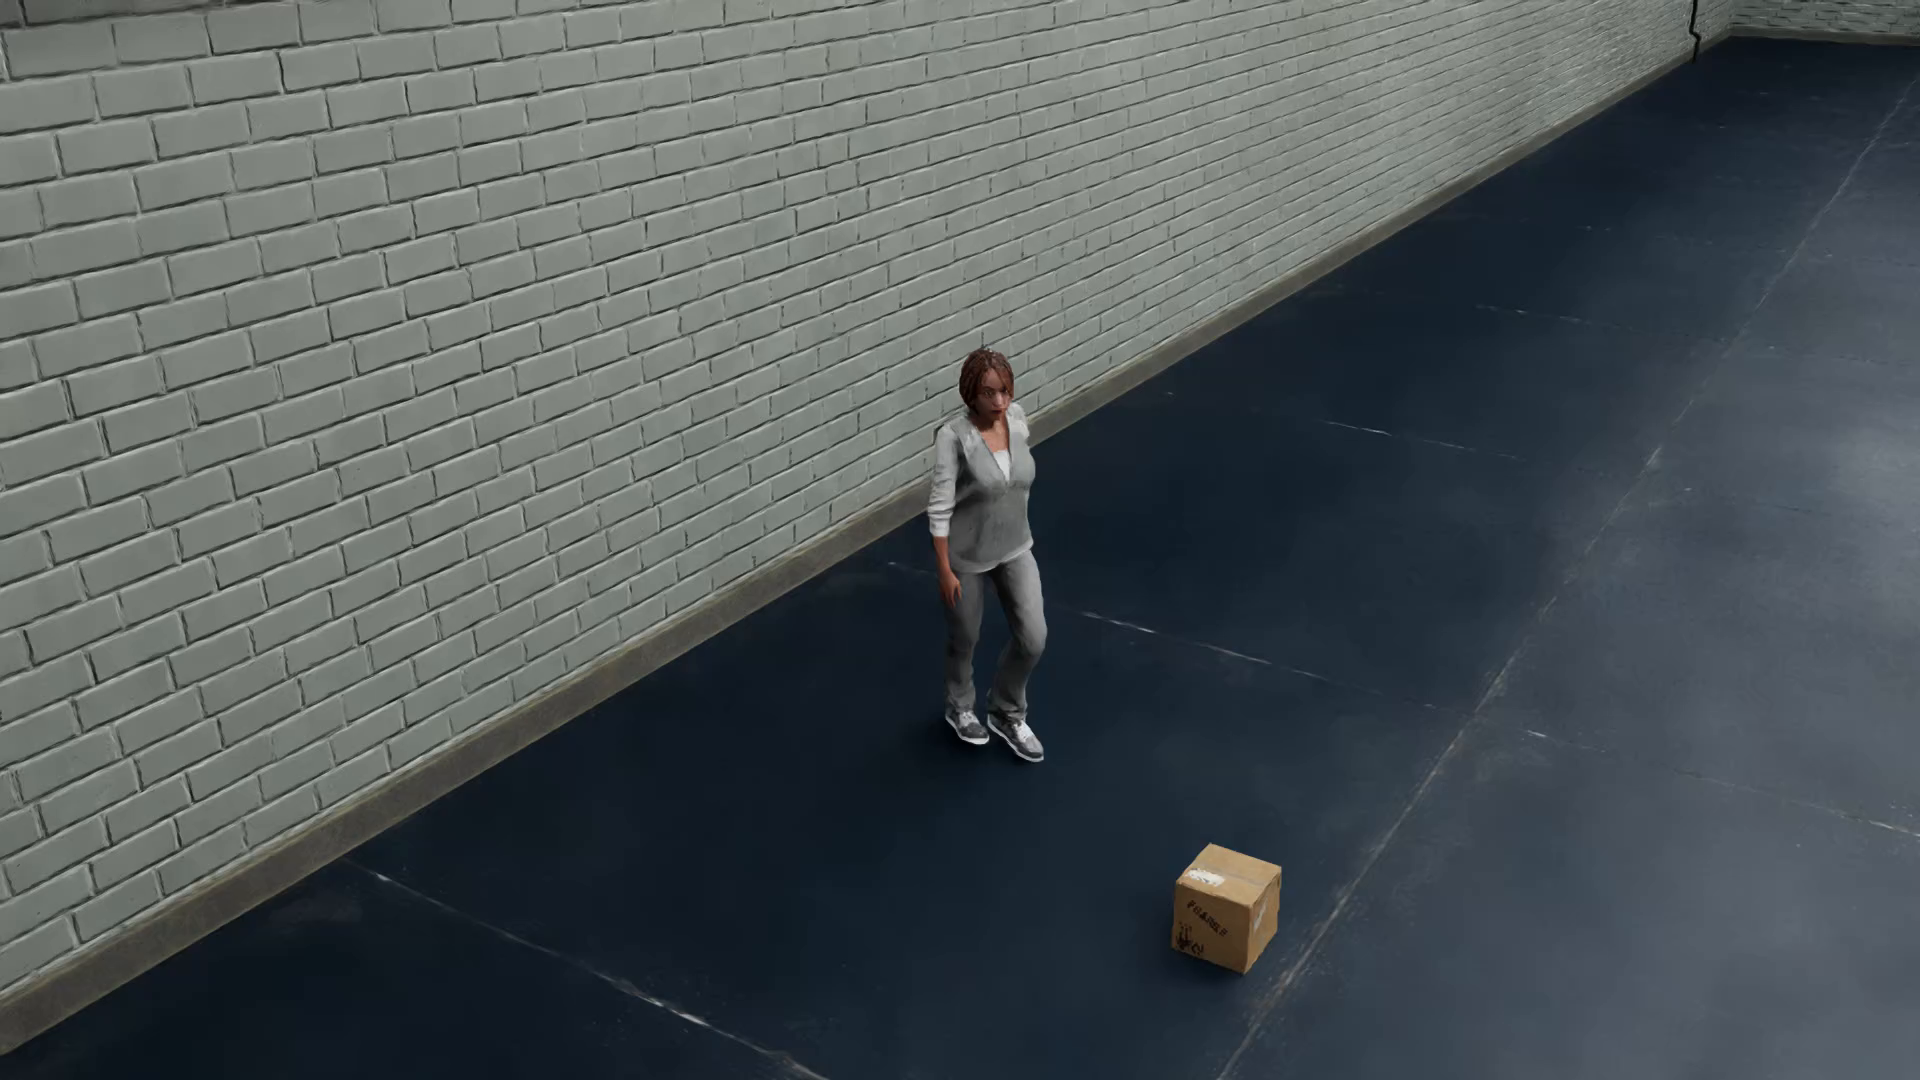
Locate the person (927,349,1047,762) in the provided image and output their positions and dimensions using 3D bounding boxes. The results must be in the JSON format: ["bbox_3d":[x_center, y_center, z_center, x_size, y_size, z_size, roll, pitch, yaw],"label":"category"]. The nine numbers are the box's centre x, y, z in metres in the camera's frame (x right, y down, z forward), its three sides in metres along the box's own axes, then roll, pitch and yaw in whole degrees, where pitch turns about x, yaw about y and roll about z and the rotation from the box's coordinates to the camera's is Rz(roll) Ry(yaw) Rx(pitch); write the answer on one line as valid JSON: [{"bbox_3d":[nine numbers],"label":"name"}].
[{"bbox_3d":[0.063,0.055,5.962,0.442,1.596,0.500,-11,26,-24],"label":"person"}]
